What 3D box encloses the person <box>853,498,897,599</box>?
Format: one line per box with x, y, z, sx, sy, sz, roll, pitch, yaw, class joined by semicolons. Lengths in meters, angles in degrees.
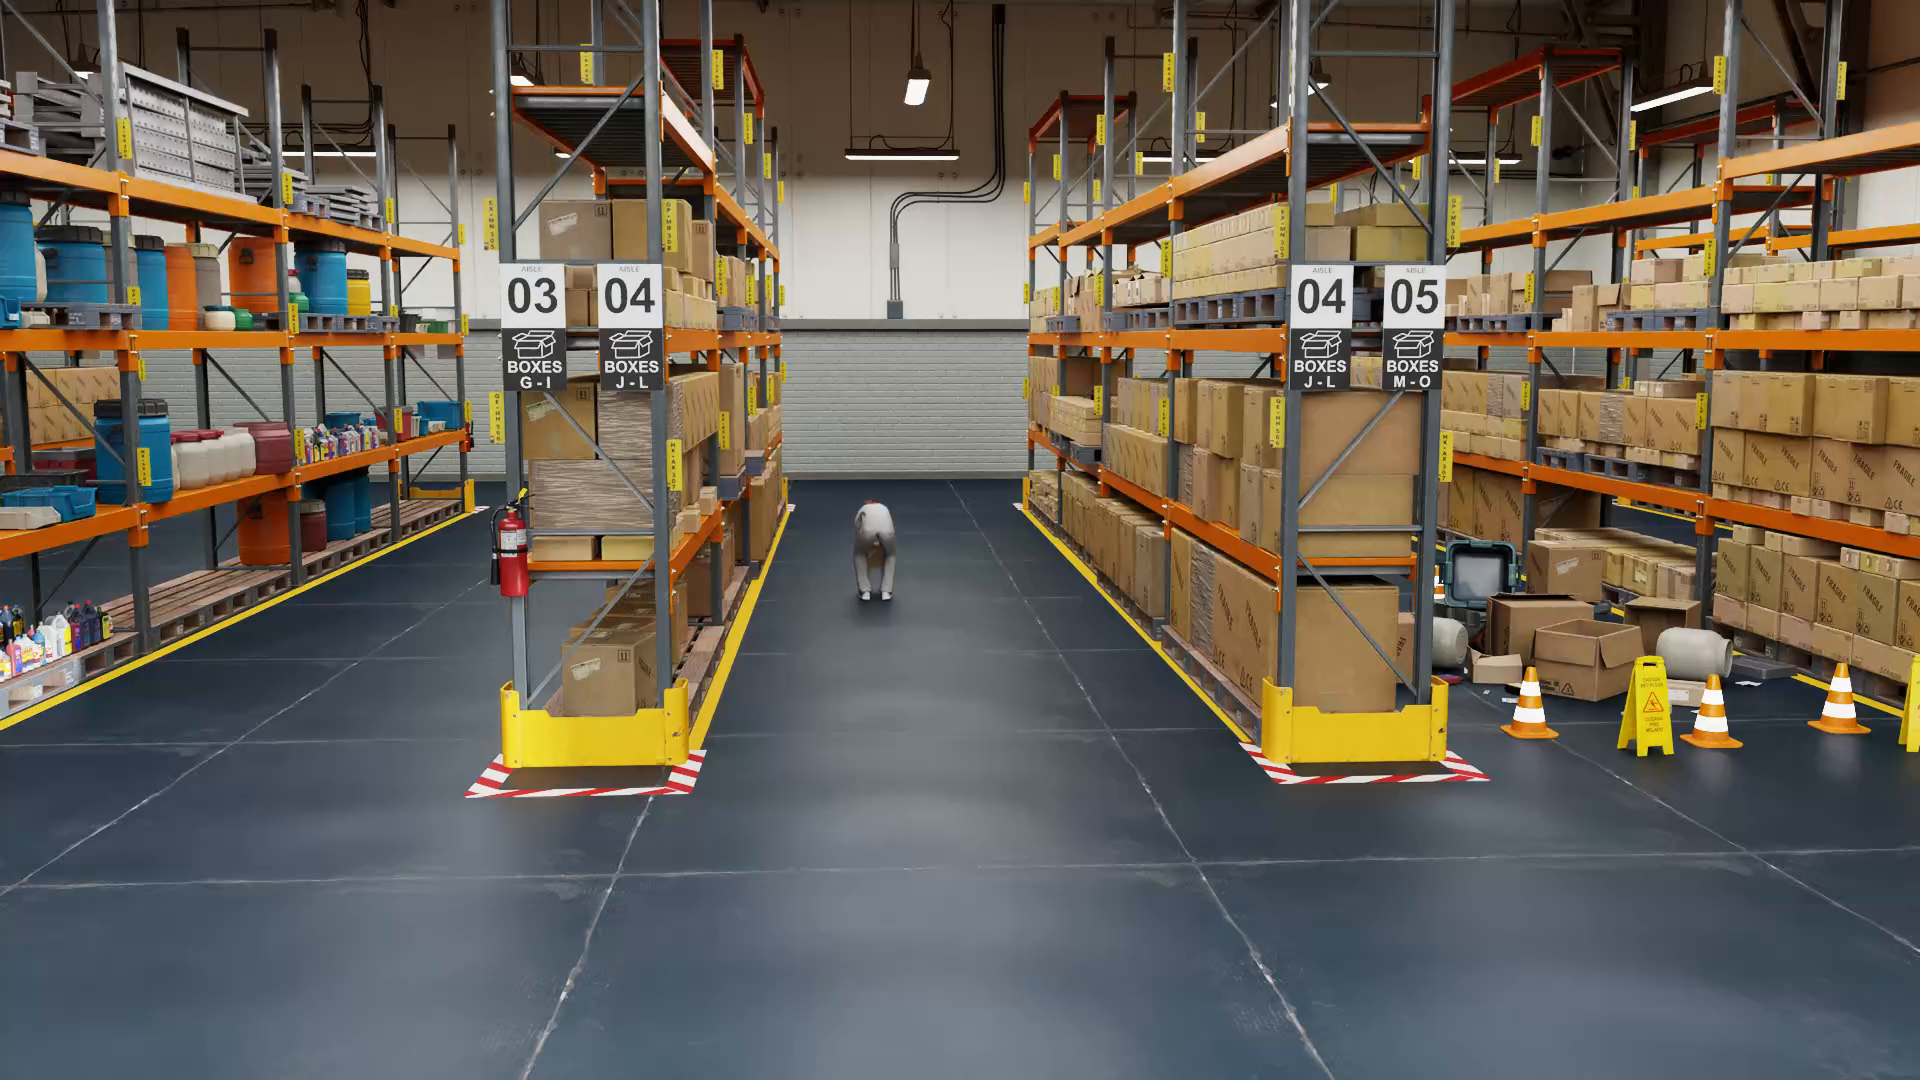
-0.910;0.090;17.710;0.466;1.025;0.865;-1;7;-7;person
